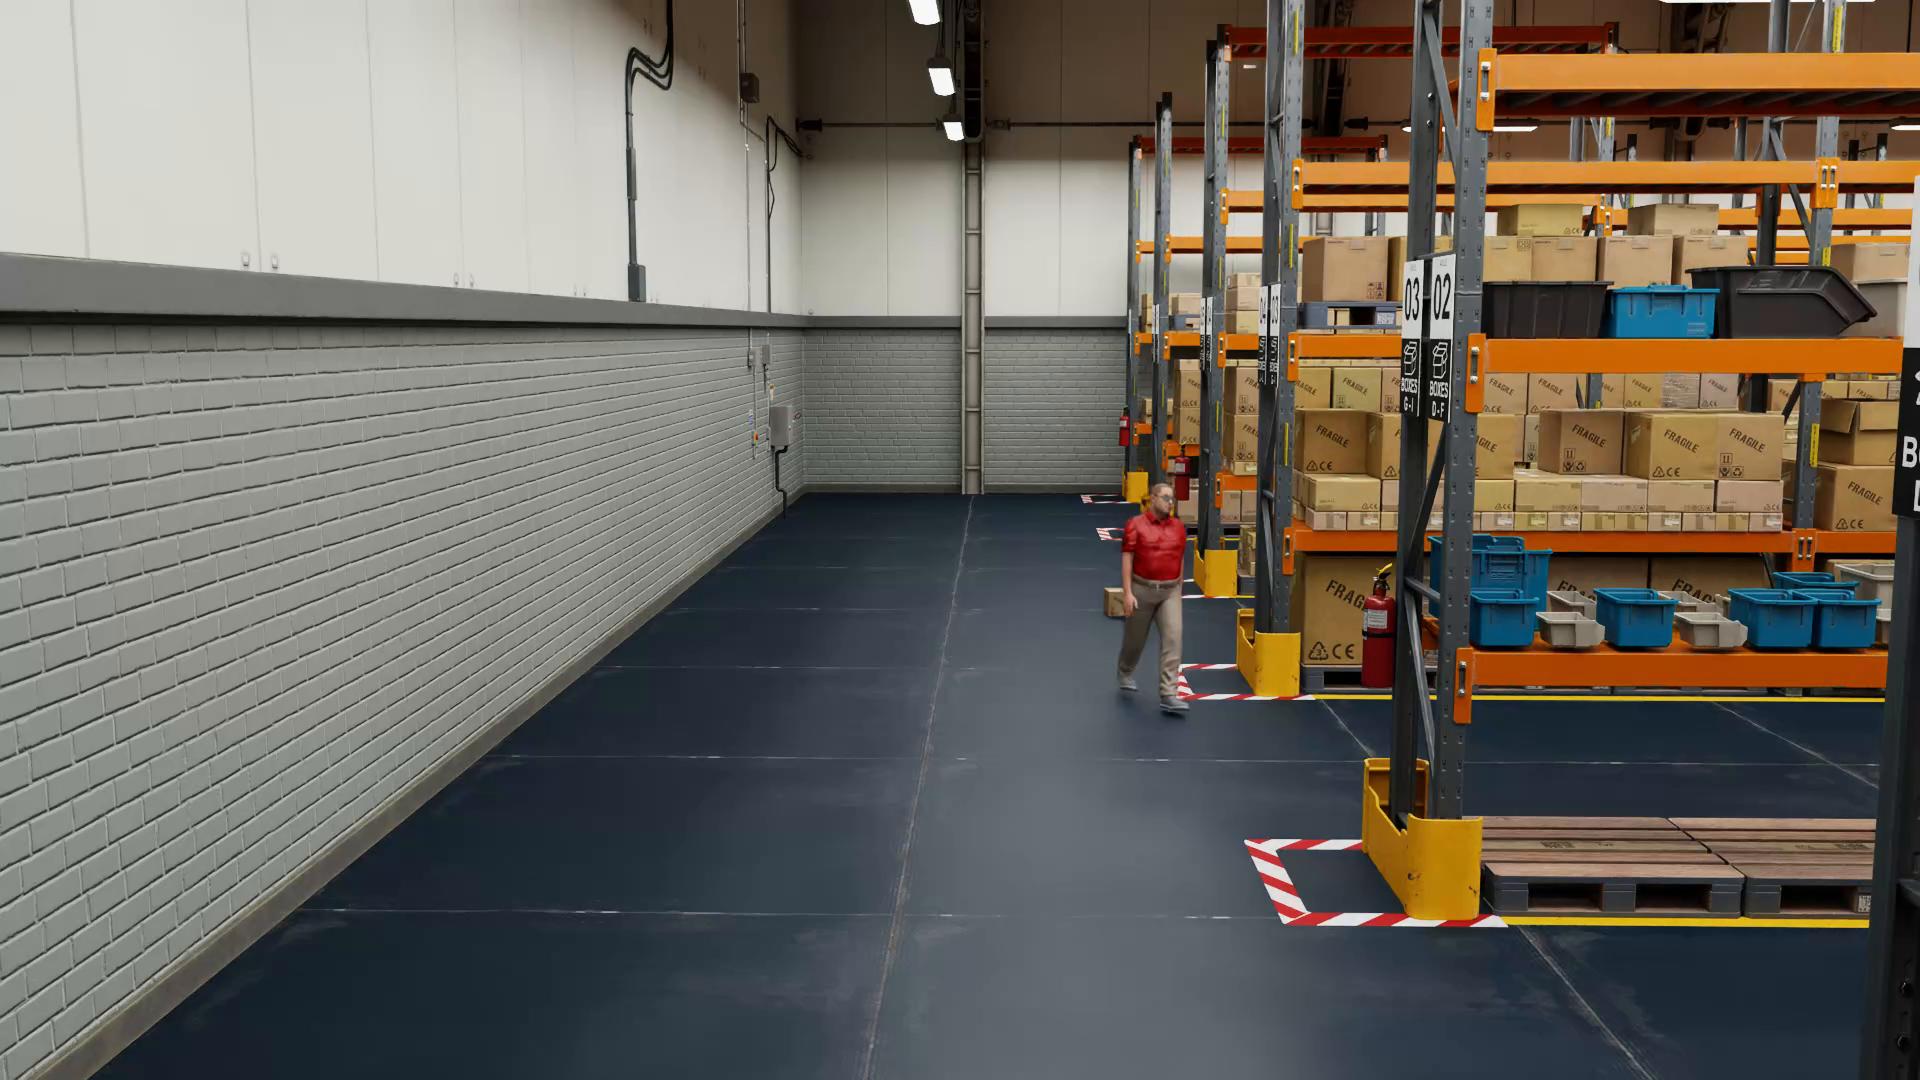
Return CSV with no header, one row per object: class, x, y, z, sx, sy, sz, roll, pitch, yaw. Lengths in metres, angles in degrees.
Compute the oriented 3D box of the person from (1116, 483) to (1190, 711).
person,1.469,0.408,12.606,0.565,1.682,1.006,-2,7,-15
